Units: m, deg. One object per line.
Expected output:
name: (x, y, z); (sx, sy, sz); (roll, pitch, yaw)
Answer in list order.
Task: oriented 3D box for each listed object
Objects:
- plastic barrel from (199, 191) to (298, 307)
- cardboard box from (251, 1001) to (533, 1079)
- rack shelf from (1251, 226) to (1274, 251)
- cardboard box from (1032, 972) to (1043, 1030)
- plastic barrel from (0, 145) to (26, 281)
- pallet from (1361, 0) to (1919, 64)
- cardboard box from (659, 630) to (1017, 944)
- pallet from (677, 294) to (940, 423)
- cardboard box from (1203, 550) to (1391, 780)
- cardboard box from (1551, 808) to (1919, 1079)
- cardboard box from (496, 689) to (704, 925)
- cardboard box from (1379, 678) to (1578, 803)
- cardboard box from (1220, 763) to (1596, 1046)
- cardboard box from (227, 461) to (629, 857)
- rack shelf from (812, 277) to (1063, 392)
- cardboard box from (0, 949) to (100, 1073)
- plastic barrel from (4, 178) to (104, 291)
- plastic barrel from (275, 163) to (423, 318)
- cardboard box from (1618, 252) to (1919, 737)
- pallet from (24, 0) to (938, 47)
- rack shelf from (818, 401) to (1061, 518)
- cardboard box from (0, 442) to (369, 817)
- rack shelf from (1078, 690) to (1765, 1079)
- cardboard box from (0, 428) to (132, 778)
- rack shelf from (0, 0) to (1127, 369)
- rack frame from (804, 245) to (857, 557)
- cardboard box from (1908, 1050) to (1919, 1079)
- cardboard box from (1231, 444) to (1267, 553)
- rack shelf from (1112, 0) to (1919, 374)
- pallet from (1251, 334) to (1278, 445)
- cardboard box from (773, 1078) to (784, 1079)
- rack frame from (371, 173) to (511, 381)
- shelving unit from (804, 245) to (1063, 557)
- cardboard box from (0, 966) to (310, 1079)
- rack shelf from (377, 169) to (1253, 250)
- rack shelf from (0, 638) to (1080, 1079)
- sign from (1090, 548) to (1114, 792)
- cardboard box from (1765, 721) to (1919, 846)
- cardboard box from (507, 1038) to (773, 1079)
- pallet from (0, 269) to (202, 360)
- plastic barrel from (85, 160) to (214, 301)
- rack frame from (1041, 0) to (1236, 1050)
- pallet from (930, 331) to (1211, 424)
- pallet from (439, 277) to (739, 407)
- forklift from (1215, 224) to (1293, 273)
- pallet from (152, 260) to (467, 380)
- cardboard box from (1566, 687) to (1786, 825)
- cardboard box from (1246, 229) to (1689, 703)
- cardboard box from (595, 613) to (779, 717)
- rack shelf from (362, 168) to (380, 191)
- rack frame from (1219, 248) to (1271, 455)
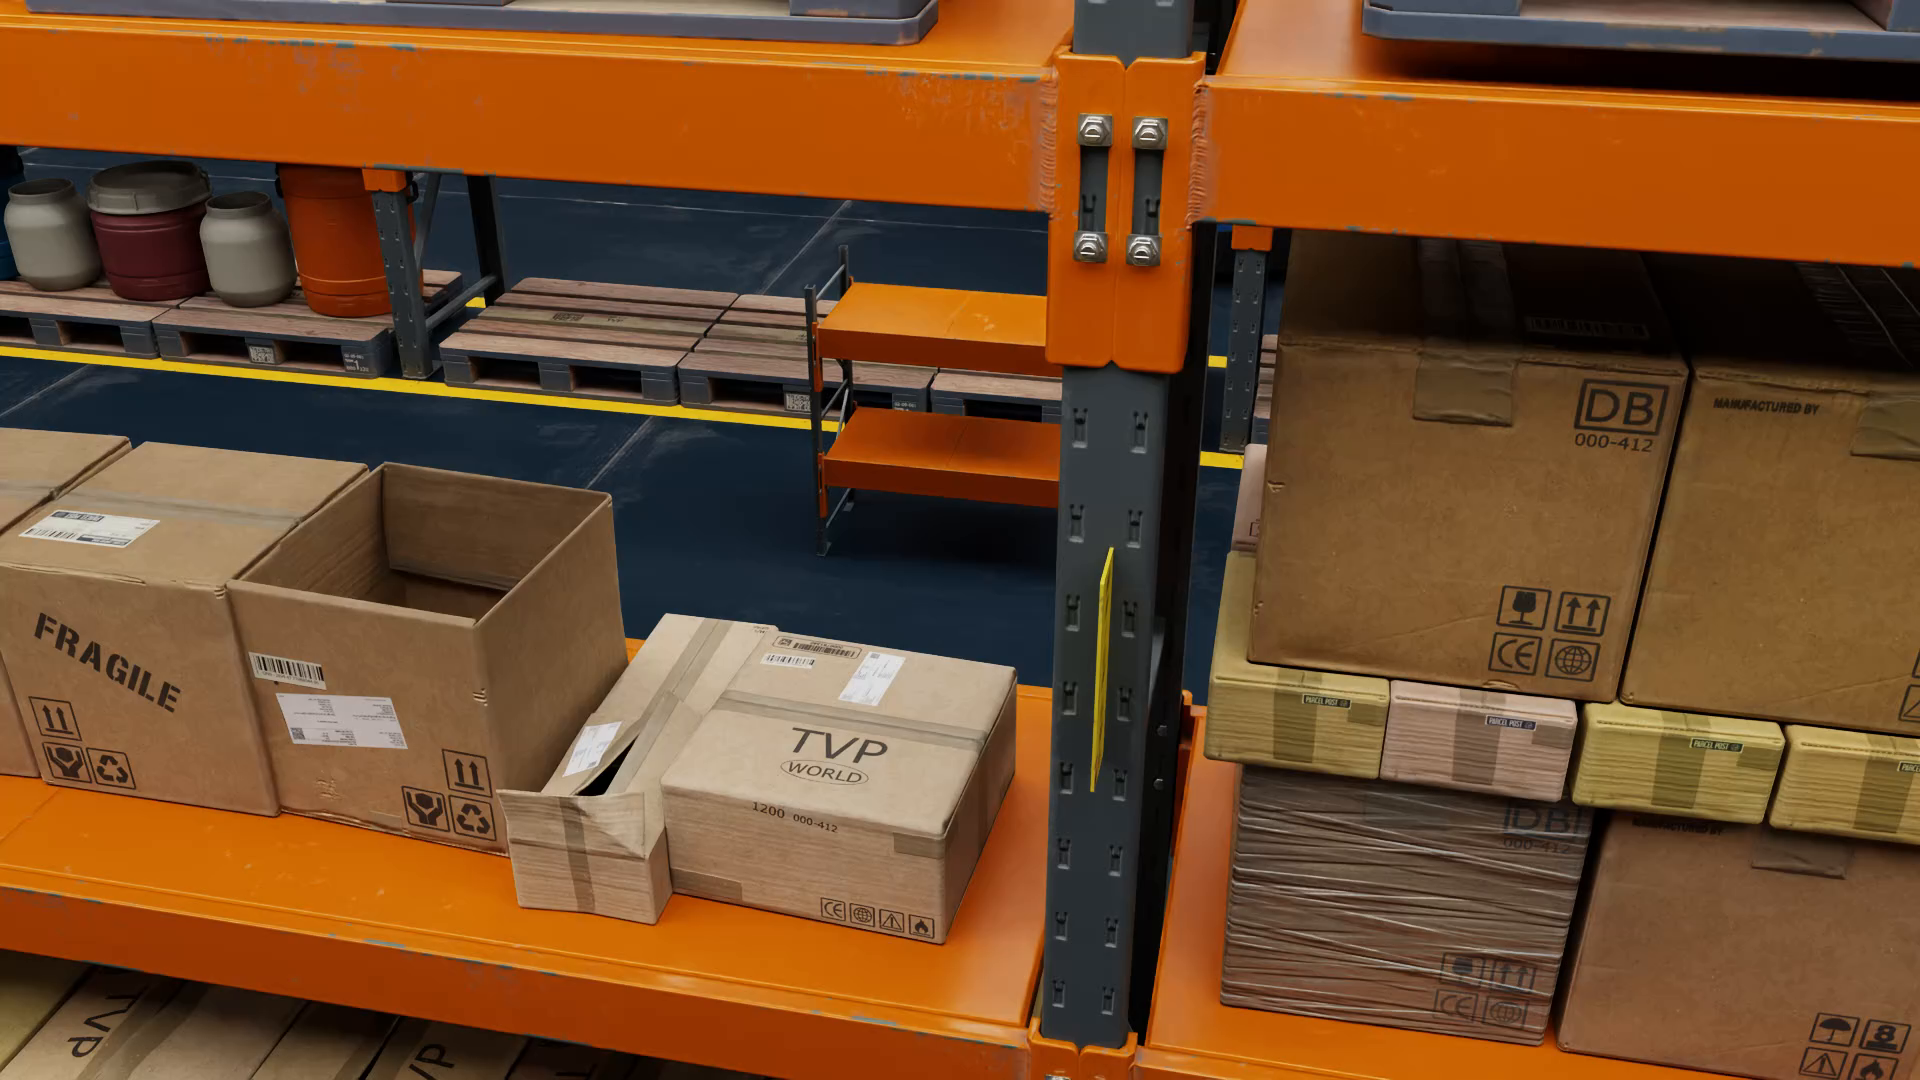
plastic barrel: (-3.636, -1.486, 8.493); (0.421, 0.512, 0.421); (0, 29, 0)
cardboard box: (-1.163, 1.160, 3.350); (0.500, 0.311, 0.500); (6, 29, 10)
rack shelf: (3.285, -1.420, 6.969); (4.000, 0.370, 1.077); (6, 29, 11)
cardboard box: (-0.061, 1.008, 3.628); (0.500, 0.311, 0.500); (6, 29, 11)
plastic barrel: (-5.274, -1.868, 8.787); (0.708, 0.901, 0.600); (6, 29, 11)
pallet: (1.130, -0.813, 2.081); (1.213, 0.211, 1.003); (6, 29, 11)
cardboard box: (-0.200, 0.427, 3.003); (0.500, 0.250, 0.500); (8, 30, 14)
pallet: (-0.644, -0.894, 8.164); (1.213, 0.211, 1.003); (6, 29, 11)
cardboard box: (0.513, 0.180, 2.519); (0.250, 0.149, 0.380); (6, 29, 10)
cardboard box: (1.243, 0.438, 2.723); (0.500, 0.500, 0.700); (6, 29, 10)
cardboard box: (-0.607, 0.447, 2.950); (0.258, 0.266, 0.396); (5, 29, 9)
cardboard box: (0.759, 0.205, 2.473); (0.250, 0.149, 0.380); (6, 29, 11)
cardboard box: (0.726, 0.388, 2.814); (0.500, 0.500, 0.700); (5, 29, 9)
cardboard box: (-0.972, 0.209, 3.141); (0.500, 0.500, 0.500); (8, 30, 14)
rack shelf: (-0.007, -0.751, 6.341); (1.000, 0.278, 0.538); (6, 29, 11)
cardboard box: (-2.156, 1.056, 3.539); (0.500, 0.311, 0.500); (5, 29, 9)
plastic barrel: (-4.740, -1.599, 8.700); (0.421, 0.512, 0.421); (0, 29, 0)
plastic barrel: (-3.065, -1.610, 8.390); (0.708, 0.830, 0.600); (6, 29, 11)
cardboard box: (1.220, -0.131, 2.411); (0.500, 0.500, 0.700); (6, 29, 10)
pallet: (-0.575, -0.924, 2.390); (1.217, 0.209, 0.805); (5, 29, 9)
rack shelf: (-0.007, -0.280, 6.599); (1.000, 0.278, 0.538); (6, 29, 11)
cardboard box: (-1.462, 0.158, 3.233); (0.500, 0.500, 0.500); (6, 29, 11)
rack shelf: (2.247, 0.906, 2.720); (4.000, 0.370, 1.077); (6, 29, 11)
cardboard box: (-1.977, 0.106, 3.329); (0.500, 0.500, 0.500); (4, 29, 8)
rack shelf: (-1.665, -0.811, 2.733); (4.000, 0.370, 1.077); (6, 29, 11)
rack frame: (-0.504, -0.545, 6.574); (0.032, 1.125, 0.500); (6, 29, 11)
cardboard box: (1.733, 0.490, 2.628); (0.500, 0.500, 0.700); (6, 29, 11)
cardboard box: (0.601, -0.012, 2.868); (0.250, 0.149, 0.380); (6, 29, 11)
rack shelf: (2.247, -0.410, 2.000); (4.000, 0.370, 1.077); (6, 29, 11)
pallet: (1.977, -0.626, 7.673); (1.213, 0.211, 1.003); (6, 29, 11)
cardboard box: (-0.165, 1.260, 3.167); (0.500, 0.311, 0.500); (6, 29, 11)
rack frame: (-2.583, -2.337, 7.895); (0.127, 3.000, 1.000); (6, 29, 11)
shelving unit: (-0.007, -0.494, 6.481); (1.048, 1.125, 0.538); (6, 29, 11)
cardboard box: (-1.654, 1.107, 3.445); (0.500, 0.311, 0.500); (5, 29, 10)
rack shelf: (-0.627, -1.821, 7.701); (4.000, 0.370, 1.077); (6, 29, 11)
rack shelf: (-1.665, 0.505, 3.453); (4.000, 0.370, 1.077); (6, 29, 11)
sign: (0.187, 0.173, 2.188); (0.005, 0.325, 0.100); (6, 29, 11)
cardboard box: (1.268, 0.255, 2.380); (0.250, 0.149, 0.380); (6, 29, 10)
cardboard box: (-0.675, 1.211, 3.257); (0.500, 0.311, 0.500); (7, 29, 12)
pallet: (-4.552, -1.297, 8.899); (1.213, 0.211, 1.003); (6, 29, 11)
plastic barrel: (-4.169, -1.618, 8.655); (0.708, 0.588, 0.600); (6, 29, 11)
rack frame: (0.290, 0.392, 2.911); (0.053, 2.616, 0.949); (6, 29, 11)
pallet: (0.553, -0.773, 7.942); (1.213, 0.211, 1.003); (6, 29, 11)
pallet: (-1.833, -1.018, 8.389); (1.213, 0.211, 1.003); (6, 29, 11)
forklift: (1.332, -3.449, 9.997); (1.130, 2.935, 3.031); (-4, 29, -8)
pallet: (-3.363, -1.173, 8.673); (1.213, 0.211, 1.003); (6, 29, 11)
cardboard box: (1.011, 0.230, 2.427); (0.250, 0.149, 0.380); (5, 29, 9)
cardboard box: (0.726, -0.181, 2.502); (0.500, 0.500, 0.700); (6, 29, 11)
cardboard box: (-0.533, 0.315, 3.312); (0.250, 0.149, 0.380); (6, 29, 11)
rack shelf: (-4.539, -2.222, 8.434); (4.000, 0.370, 1.077); (6, 29, 11)
rack frame: (1.329, -1.936, 7.162); (0.127, 3.000, 1.000); (6, 29, 11)
